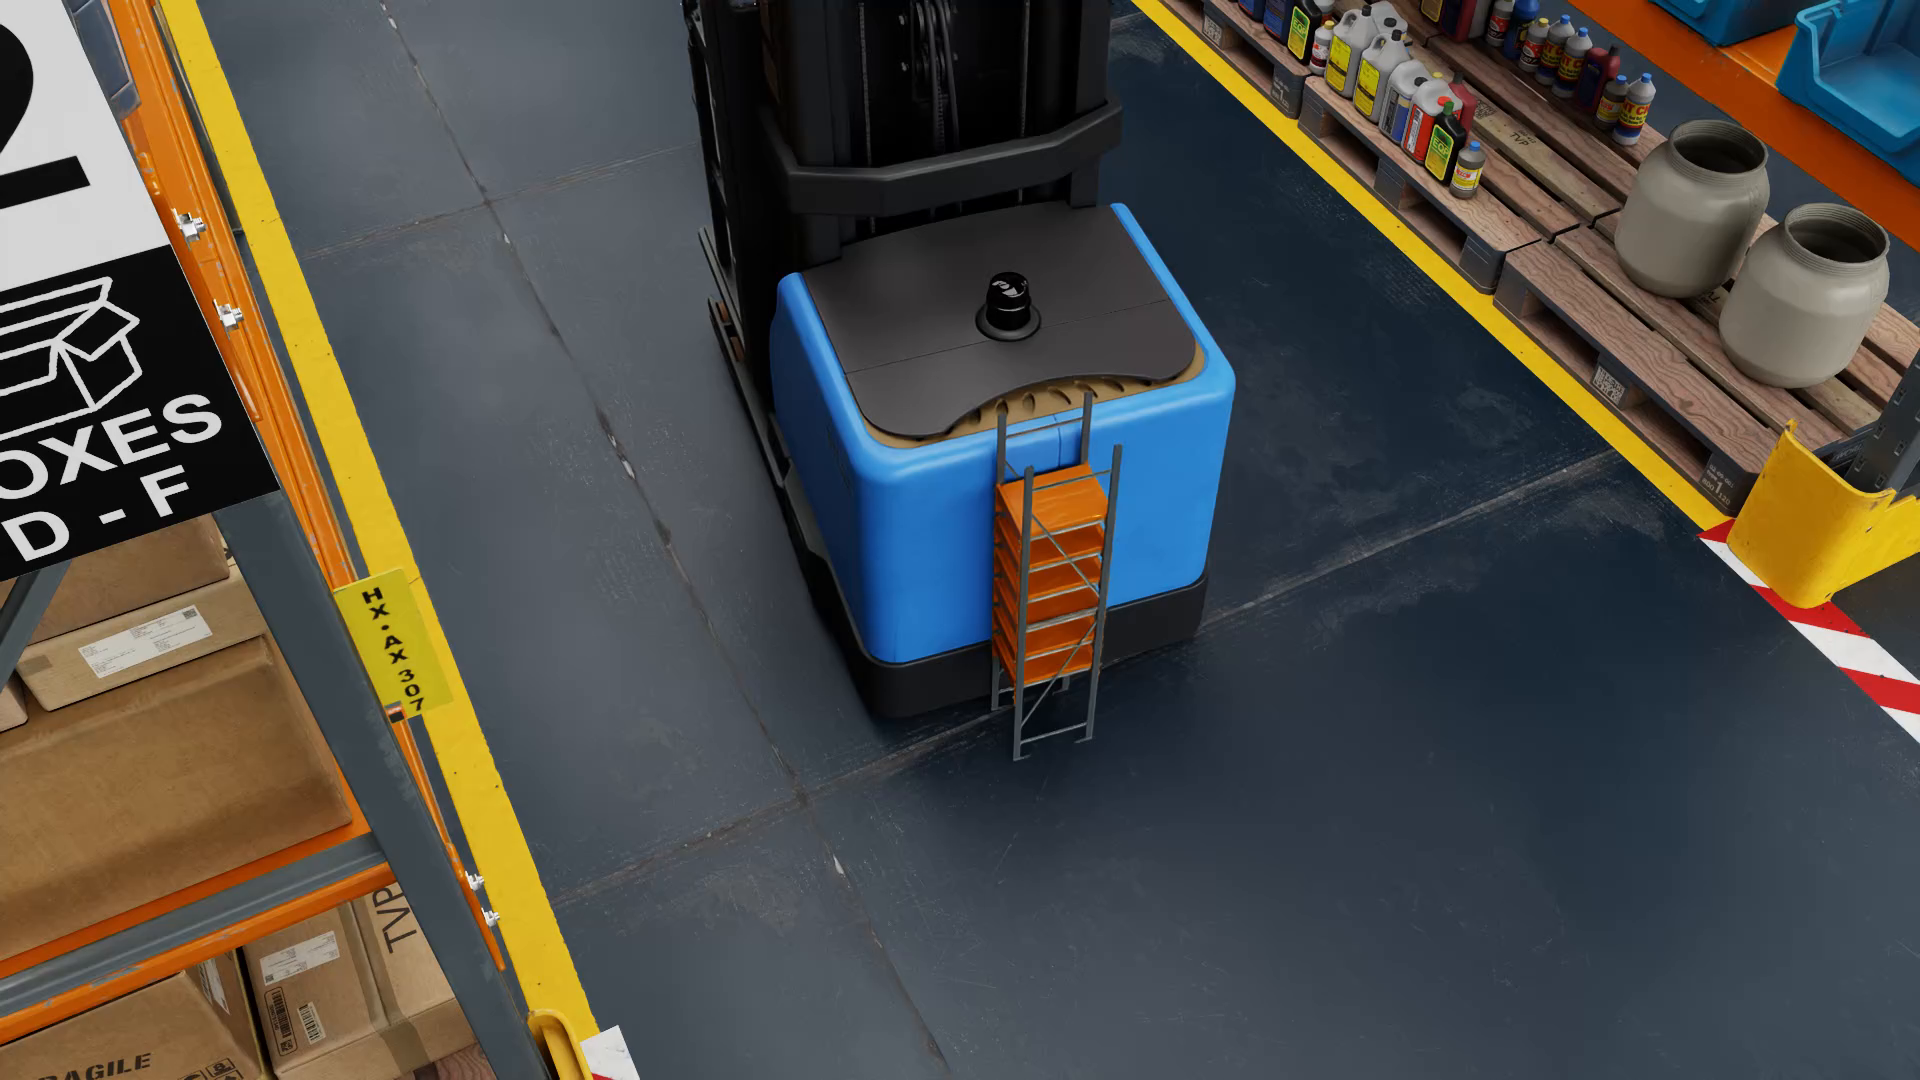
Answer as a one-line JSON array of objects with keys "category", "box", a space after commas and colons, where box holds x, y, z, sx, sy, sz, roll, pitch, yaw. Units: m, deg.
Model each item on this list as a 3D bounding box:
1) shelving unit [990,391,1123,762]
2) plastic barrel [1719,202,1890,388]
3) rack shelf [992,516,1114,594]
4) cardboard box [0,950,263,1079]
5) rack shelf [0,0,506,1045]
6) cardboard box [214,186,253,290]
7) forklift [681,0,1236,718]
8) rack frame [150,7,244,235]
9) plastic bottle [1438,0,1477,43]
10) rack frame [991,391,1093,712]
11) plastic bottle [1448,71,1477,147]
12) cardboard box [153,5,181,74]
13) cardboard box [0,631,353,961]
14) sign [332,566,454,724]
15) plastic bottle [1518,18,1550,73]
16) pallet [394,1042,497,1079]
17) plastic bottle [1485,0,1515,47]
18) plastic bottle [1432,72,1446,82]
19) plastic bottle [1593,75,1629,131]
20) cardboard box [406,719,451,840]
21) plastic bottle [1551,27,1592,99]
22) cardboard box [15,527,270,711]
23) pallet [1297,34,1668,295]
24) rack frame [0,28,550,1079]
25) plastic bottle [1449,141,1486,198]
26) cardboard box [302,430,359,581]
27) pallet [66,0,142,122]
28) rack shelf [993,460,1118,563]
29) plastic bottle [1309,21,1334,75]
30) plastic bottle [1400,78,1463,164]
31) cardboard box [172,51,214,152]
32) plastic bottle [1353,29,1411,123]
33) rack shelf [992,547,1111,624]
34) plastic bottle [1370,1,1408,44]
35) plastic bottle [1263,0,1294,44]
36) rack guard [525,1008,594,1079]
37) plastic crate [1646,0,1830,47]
[{"category": "shelving unit", "box": [0.233, 0.136, 4.334, 0.258, 1.200, 0.189, -14, 50, -12]}, {"category": "plastic barrel", "box": [2.698, -0.776, 5.310, 0.421, 0.512, 0.421, 0, 49, 0]}, {"category": "rack shelf", "box": [0.233, 0.007, 4.187, 0.258, 0.103, 0.180, -14, 50, -12]}, {"category": "cardboard box", "box": [-1.849, 0.924, 3.498, 0.500, 0.500, 0.500, -21, 52, -18]}, {"category": "rack shelf", "box": [-2.255, -0.441, 4.121, 1.077, 0.370, 4.000, -21, 52, -18]}, {"category": "cardboard box", "box": [-2.763, -1.014, 5.692, 0.500, 0.250, 0.500, -21, 52, -18]}, {"category": "forklift", "box": [-0.237, -1.597, 4.700, 1.130, 2.935, 3.031, -14, 50, -12]}, {"category": "rack frame", "box": [-3.170, -2.017, 5.021, 1.000, 3.000, 0.127, -21, 52, -18]}, {"category": "plastic bottle", "box": [1.999, -2.147, 6.648, 0.061, 0.283, 0.133, -21, 52, -18]}, {"category": "rack frame", "box": [0.204, 0.071, 4.391, 0.240, 1.200, 0.006, -14, 50, -12]}, {"category": "plastic bottle", "box": [1.840, -1.587, 6.158, 0.061, 0.283, 0.133, -21, 52, -18]}, {"category": "cardboard box", "box": [-3.137, -1.797, 6.004, 0.500, 0.311, 0.500, -21, 52, -17]}, {"category": "cardboard box", "box": [-1.542, 0.311, 2.919, 0.700, 0.500, 0.500, -21, 52, -18]}, {"category": "sign", "box": [-0.843, 0.162, 2.487, 0.100, 0.325, 0.005, -21, 52, -18]}, {"category": "plastic bottle", "box": [2.266, -1.950, 6.530, 0.097, 0.201, 0.097, 0, 49, 0]}, {"category": "pallet", "box": [-1.726, 1.081, 4.164, 1.003, 0.211, 1.213, -21, 52, -18]}, {"category": "plastic bottle", "box": [2.172, -2.088, 6.650, 0.097, 0.201, 0.097, 0, 49, 0]}, {"category": "plastic bottle", "box": [1.784, -1.671, 6.286, 0.097, 0.201, 0.097, 0, 49, 0]}, {"category": "plastic bottle", "box": [2.467, -1.657, 6.273, 0.097, 0.201, 0.097, 0, 49, 0]}, {"category": "cardboard box", "box": [-1.619, 0.659, 4.229, 0.500, 0.250, 0.500, -21, 52, -18]}, {"category": "plastic bottle", "box": [2.357, -1.840, 6.387, 0.097, 0.271, 0.097, 0, 49, 0]}, {"category": "cardboard box", "box": [-1.327, 0.077, 2.692, 0.380, 0.149, 0.250, -22, 52, -18]}, {"category": "pallet", "box": [2.069, -1.521, 6.440, 1.003, 0.211, 1.213, -21, 52, -18]}, {"category": "rack frame", "box": [-1.339, 0.661, 2.679, 1.000, 3.000, 0.127, -21, 52, -18]}, {"category": "plastic bottle", "box": [1.837, -1.345, 6.000, 0.097, 0.201, 0.097, 0, 49, 0]}, {"category": "cardboard box", "box": [-2.072, -0.012, 4.816, 0.500, 0.250, 0.500, -21, 52, -18]}, {"category": "pallet", "box": [-1.640, -0.780, 2.005, 1.003, 0.211, 1.213, -21, 52, -18]}, {"category": "rack shelf", "box": [0.233, -0.072, 4.096, 0.258, 0.103, 0.180, -14, 50, -12]}, {"category": "plastic bottle", "box": [1.432, -1.937, 6.518, 0.097, 0.201, 0.097, 0, 49, 0]}, {"category": "plastic bottle", "box": [1.746, -1.547, 6.128, 0.152, 0.276, 0.135, -21, 52, -17]}, {"category": "cardboard box", "box": [-3.134, -1.605, 6.209, 0.500, 0.250, 0.500, -22, 52, -18]}, {"category": "plastic bottle", "box": [1.603, -1.774, 6.277, 0.144, 0.351, 0.185, -19, 52, -16]}, {"category": "rack shelf", "box": [0.233, 0.086, 4.277, 0.258, 0.103, 0.180, -14, 50, -12]}, {"category": "plastic bottle", "box": [1.638, -1.942, 6.473, 0.152, 0.276, 0.135, -21, 52, -18]}, {"category": "plastic bottle", "box": [1.323, -2.183, 6.634, 0.144, 0.351, 0.185, -23, 53, -19]}, {"category": "rack guard", "box": [-1.328, 1.500, 3.606, 1.175, 0.500, 0.348, -21, 52, -18]}, {"category": "plastic crate", "box": [2.280, -1.663, 4.810, 0.499, 0.251, 0.408, -21, 52, -18]}]
